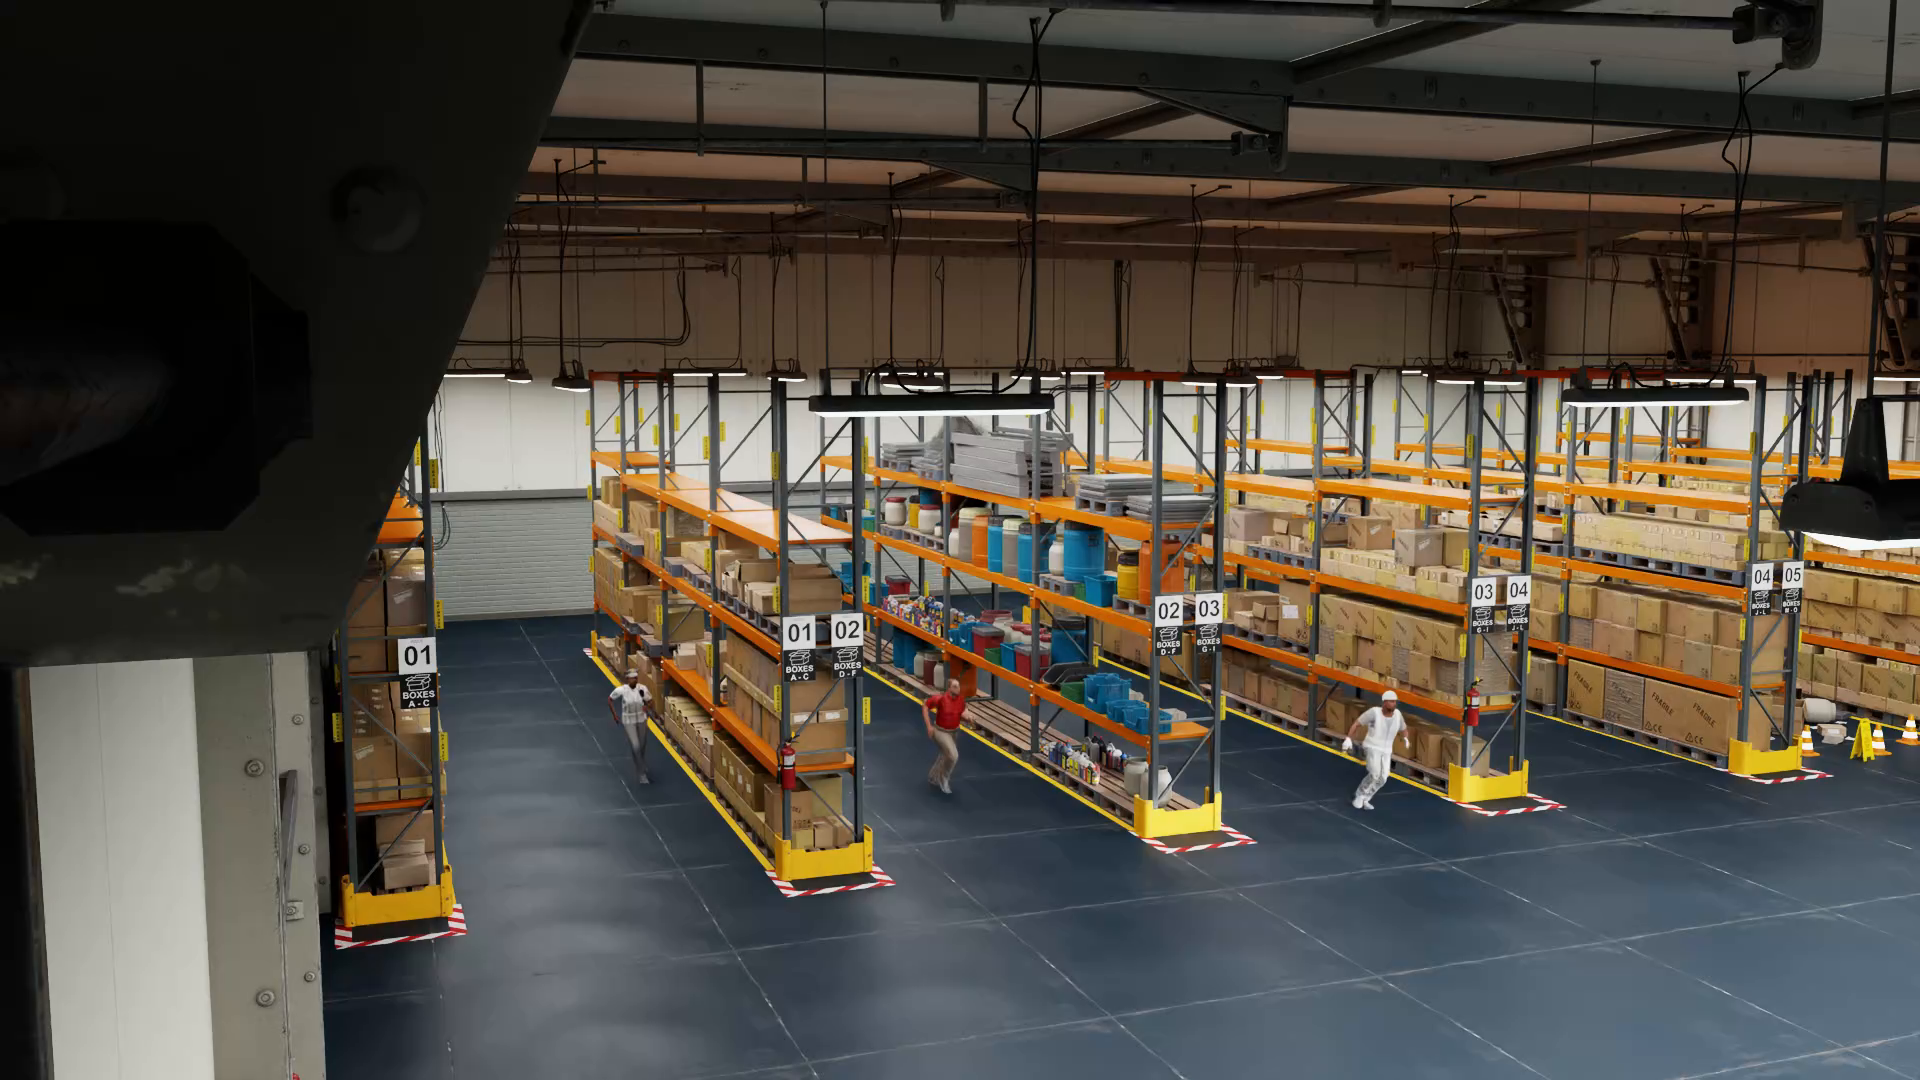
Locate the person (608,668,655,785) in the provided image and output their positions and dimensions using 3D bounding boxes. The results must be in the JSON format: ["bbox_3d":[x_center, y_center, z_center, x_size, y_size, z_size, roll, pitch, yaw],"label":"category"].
[{"bbox_3d":[-4.868,2.745,24.738,0.664,1.742,0.756,-3,7,-27],"label":"person"}]

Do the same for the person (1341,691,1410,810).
[{"bbox_3d":[5.856,2.930,23.098,0.891,1.676,0.649,-3,7,-24],"label":"person"}]

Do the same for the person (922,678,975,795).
[{"bbox_3d":[-0.196,2.829,24.084,0.676,1.708,0.861,-6,9,-43],"label":"person"}]
